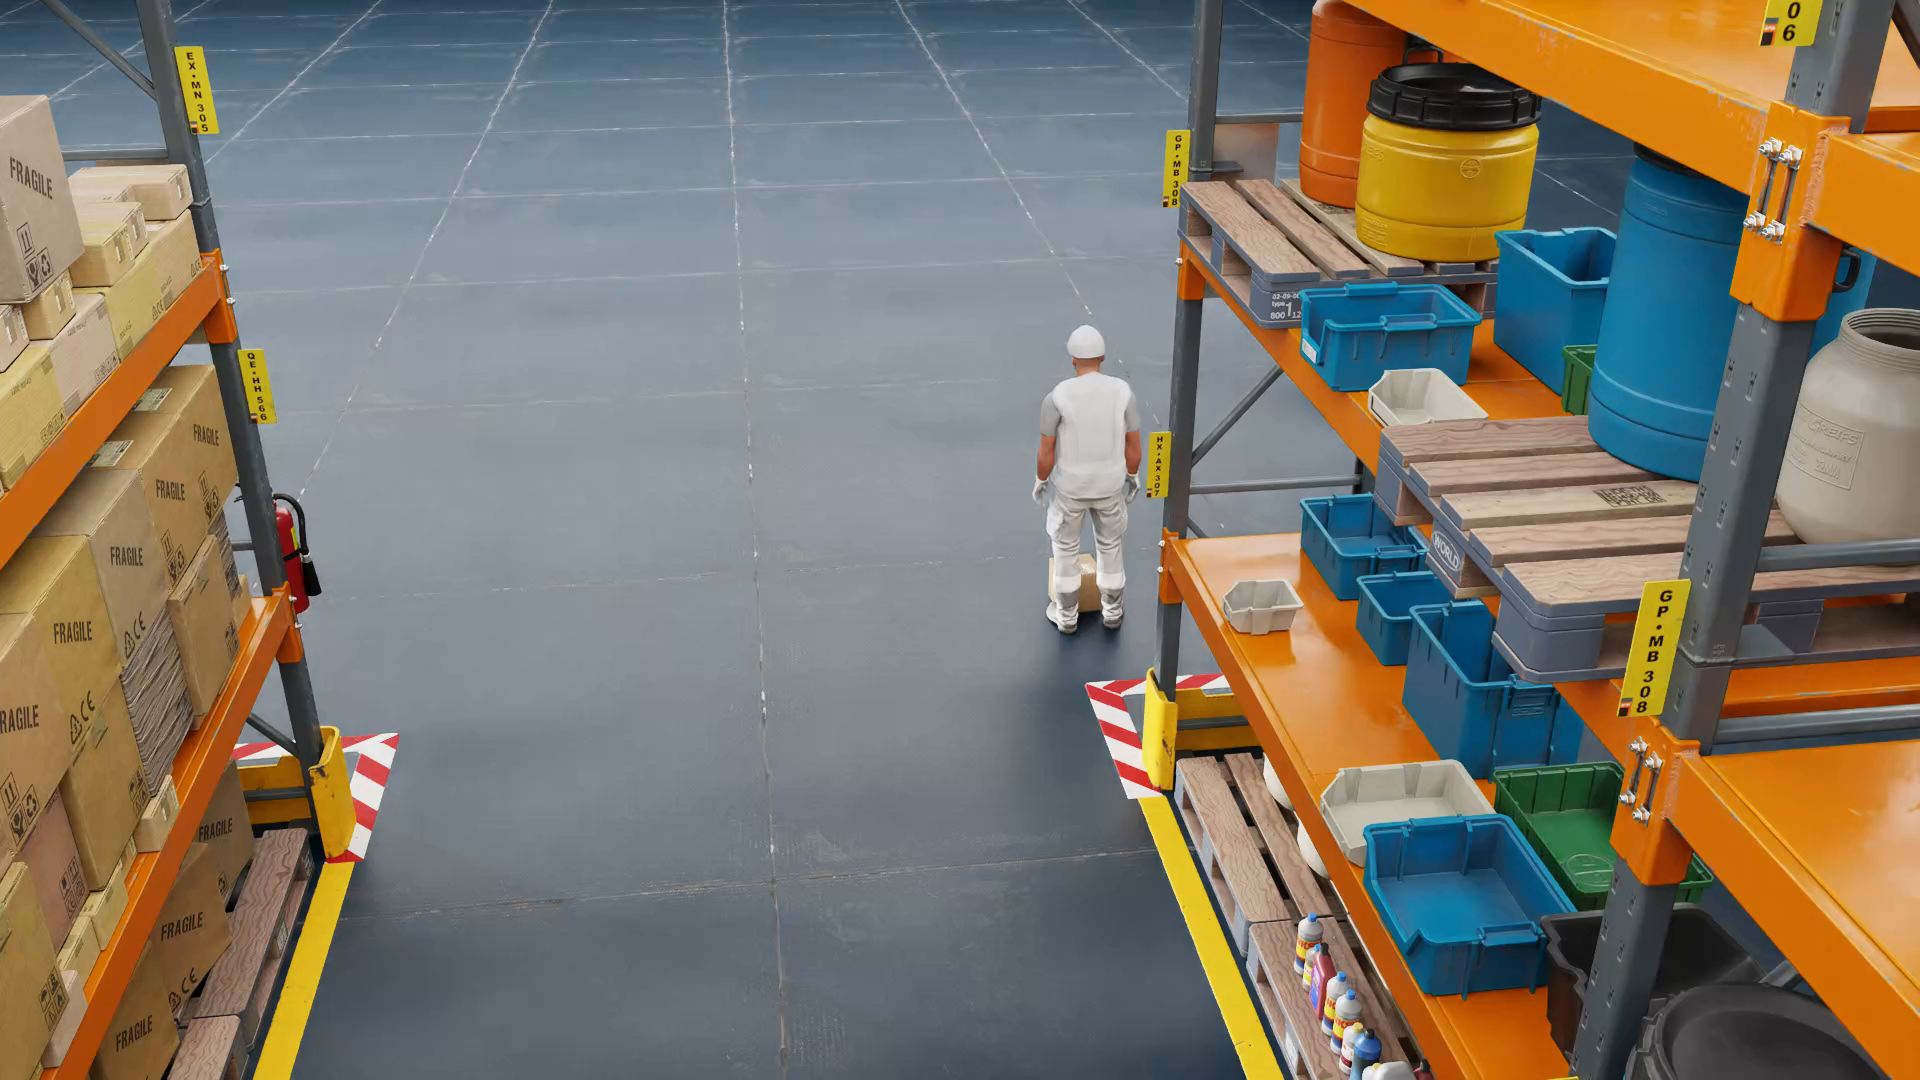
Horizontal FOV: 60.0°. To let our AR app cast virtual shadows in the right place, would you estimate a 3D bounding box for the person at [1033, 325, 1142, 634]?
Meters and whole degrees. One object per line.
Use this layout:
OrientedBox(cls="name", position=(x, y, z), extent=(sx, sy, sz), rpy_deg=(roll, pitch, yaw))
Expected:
OrientedBox(cls="person", position=(0.709, -0.319, 9.229), extent=(0.609, 1.779, 0.448), rpy_deg=(-3, 27, -7))
